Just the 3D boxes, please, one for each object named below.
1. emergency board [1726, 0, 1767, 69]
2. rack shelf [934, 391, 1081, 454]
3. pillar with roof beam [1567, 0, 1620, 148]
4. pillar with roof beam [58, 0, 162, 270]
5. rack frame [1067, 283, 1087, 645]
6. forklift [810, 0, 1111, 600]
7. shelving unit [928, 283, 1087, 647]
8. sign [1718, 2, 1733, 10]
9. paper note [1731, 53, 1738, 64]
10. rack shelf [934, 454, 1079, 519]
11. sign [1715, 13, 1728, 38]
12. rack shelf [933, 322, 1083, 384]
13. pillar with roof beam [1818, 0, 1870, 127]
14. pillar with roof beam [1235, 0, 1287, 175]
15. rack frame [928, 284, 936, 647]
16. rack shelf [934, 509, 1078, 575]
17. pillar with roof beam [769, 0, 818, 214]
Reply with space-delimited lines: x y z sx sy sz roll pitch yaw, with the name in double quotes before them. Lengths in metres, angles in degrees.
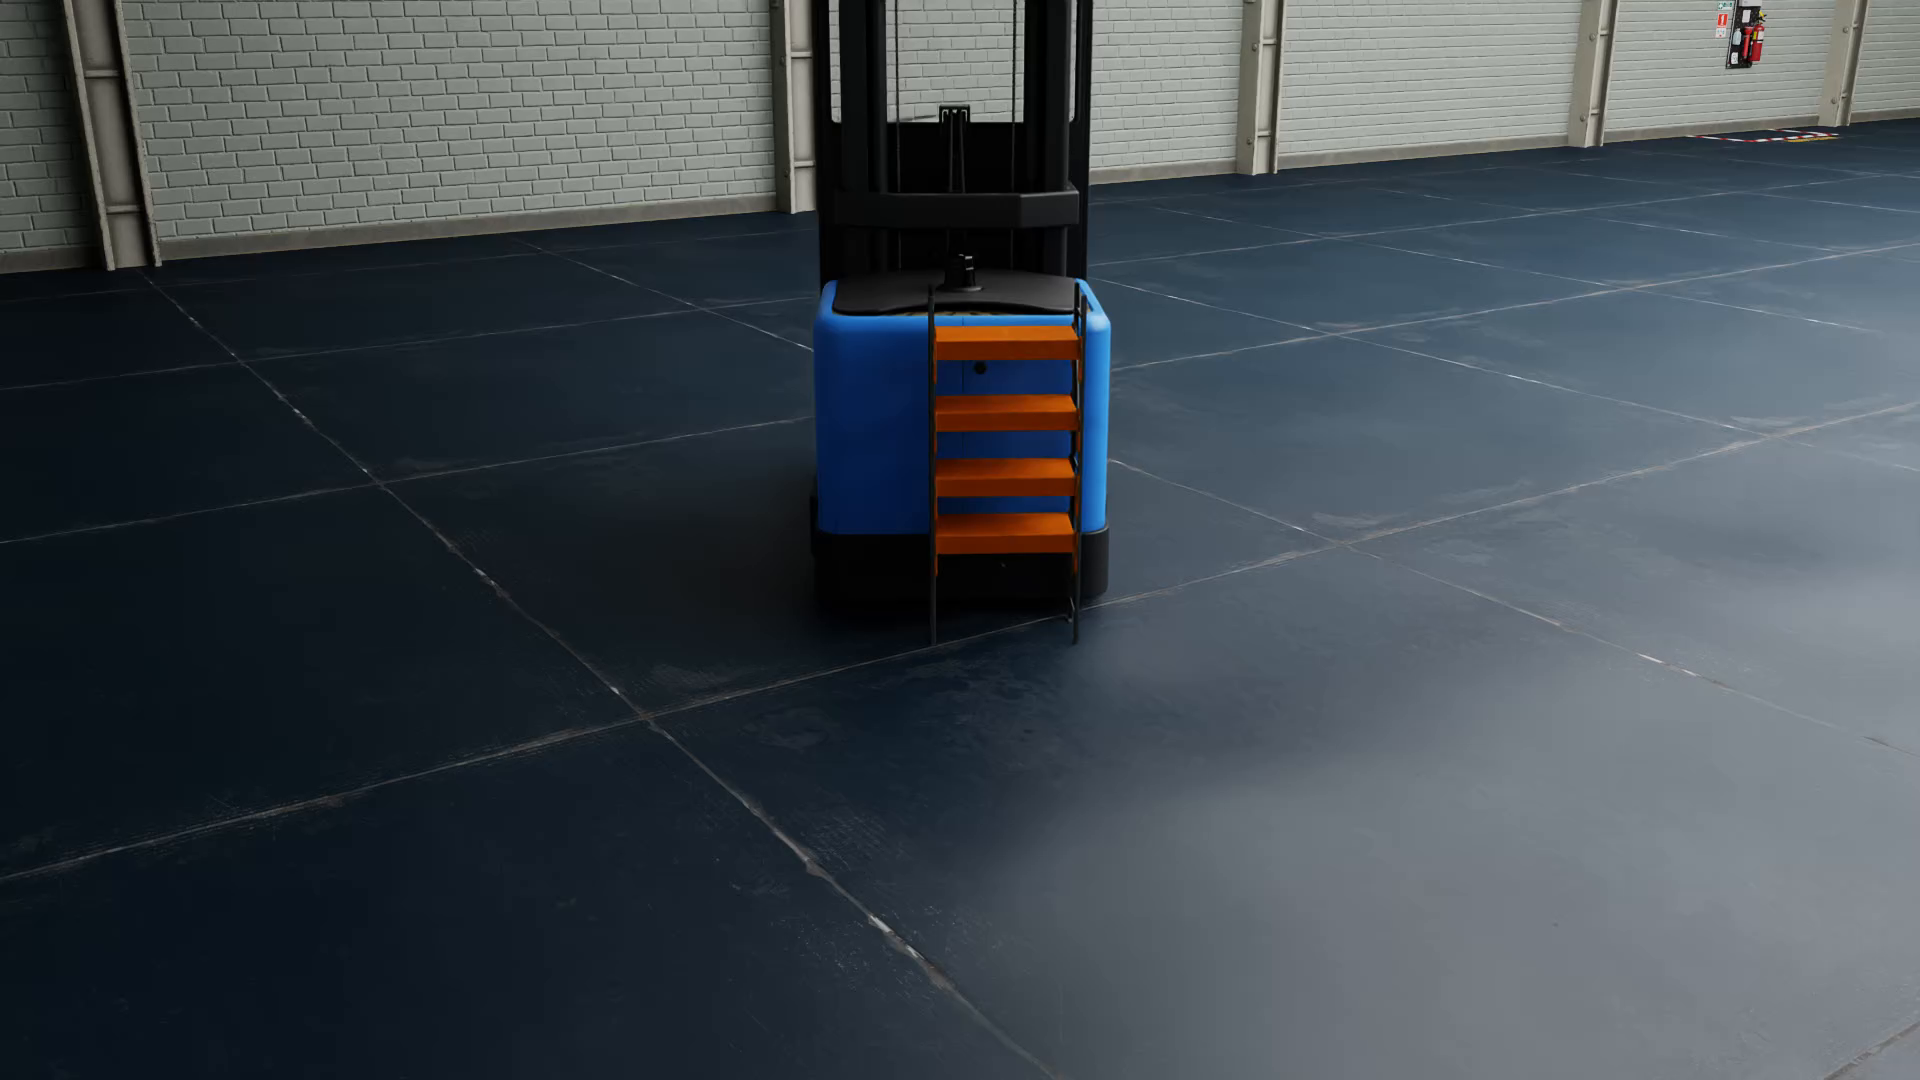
"emergency board" 11.393 -7.400 23.949 0.643 1.169 0.194 -12 22 -31
"rack shelf" 0.149 -0.394 5.548 0.480 0.148 0.258 -1 19 -2
"pillar with roof beam" 10.835 -8.458 17.713 0.400 9.000 9.100 -12 22 -31
"pillar with roof beam" -4.198 -5.288 8.335 0.400 9.000 9.100 -12 22 -31
"rack frame" 0.393 -0.249 5.607 0.015 1.200 0.240 -1 19 -2
"forklift" -0.036 -1.595 6.888 1.130 2.935 3.031 -1 19 -2
"shelving unit" 0.149 -0.246 5.598 0.503 1.200 0.258 -1 19 -2
"sign" 10.884 -7.596 23.647 0.331 0.109 0.001 -12 22 -31
"paper note" 11.208 -6.970 24.052 0.142 0.148 0.016 -12 22 -31
"rack shelf" 0.149 -0.182 5.620 0.480 0.148 0.258 -1 19 -2
"sign" 10.875 -7.347 23.737 0.234 0.329 0.001 -12 22 -31
"rack shelf" 0.149 -0.618 5.472 0.480 0.148 0.258 -1 19 -2
"pillar with roof beam" 15.846 -9.515 20.839 0.400 9.000 9.100 -12 22 -31
"pillar with roof beam" 5.824 -7.401 14.587 0.400 9.000 9.100 -12 22 -31
"rack frame" -0.094 -0.243 5.589 0.015 1.200 0.240 -1 19 -2
"rack shelf" 0.149 0.006 5.683 0.480 0.148 0.258 -1 19 -2
"pillar with roof beam" 0.813 -6.345 11.461 0.400 9.000 9.100 -12 22 -31
